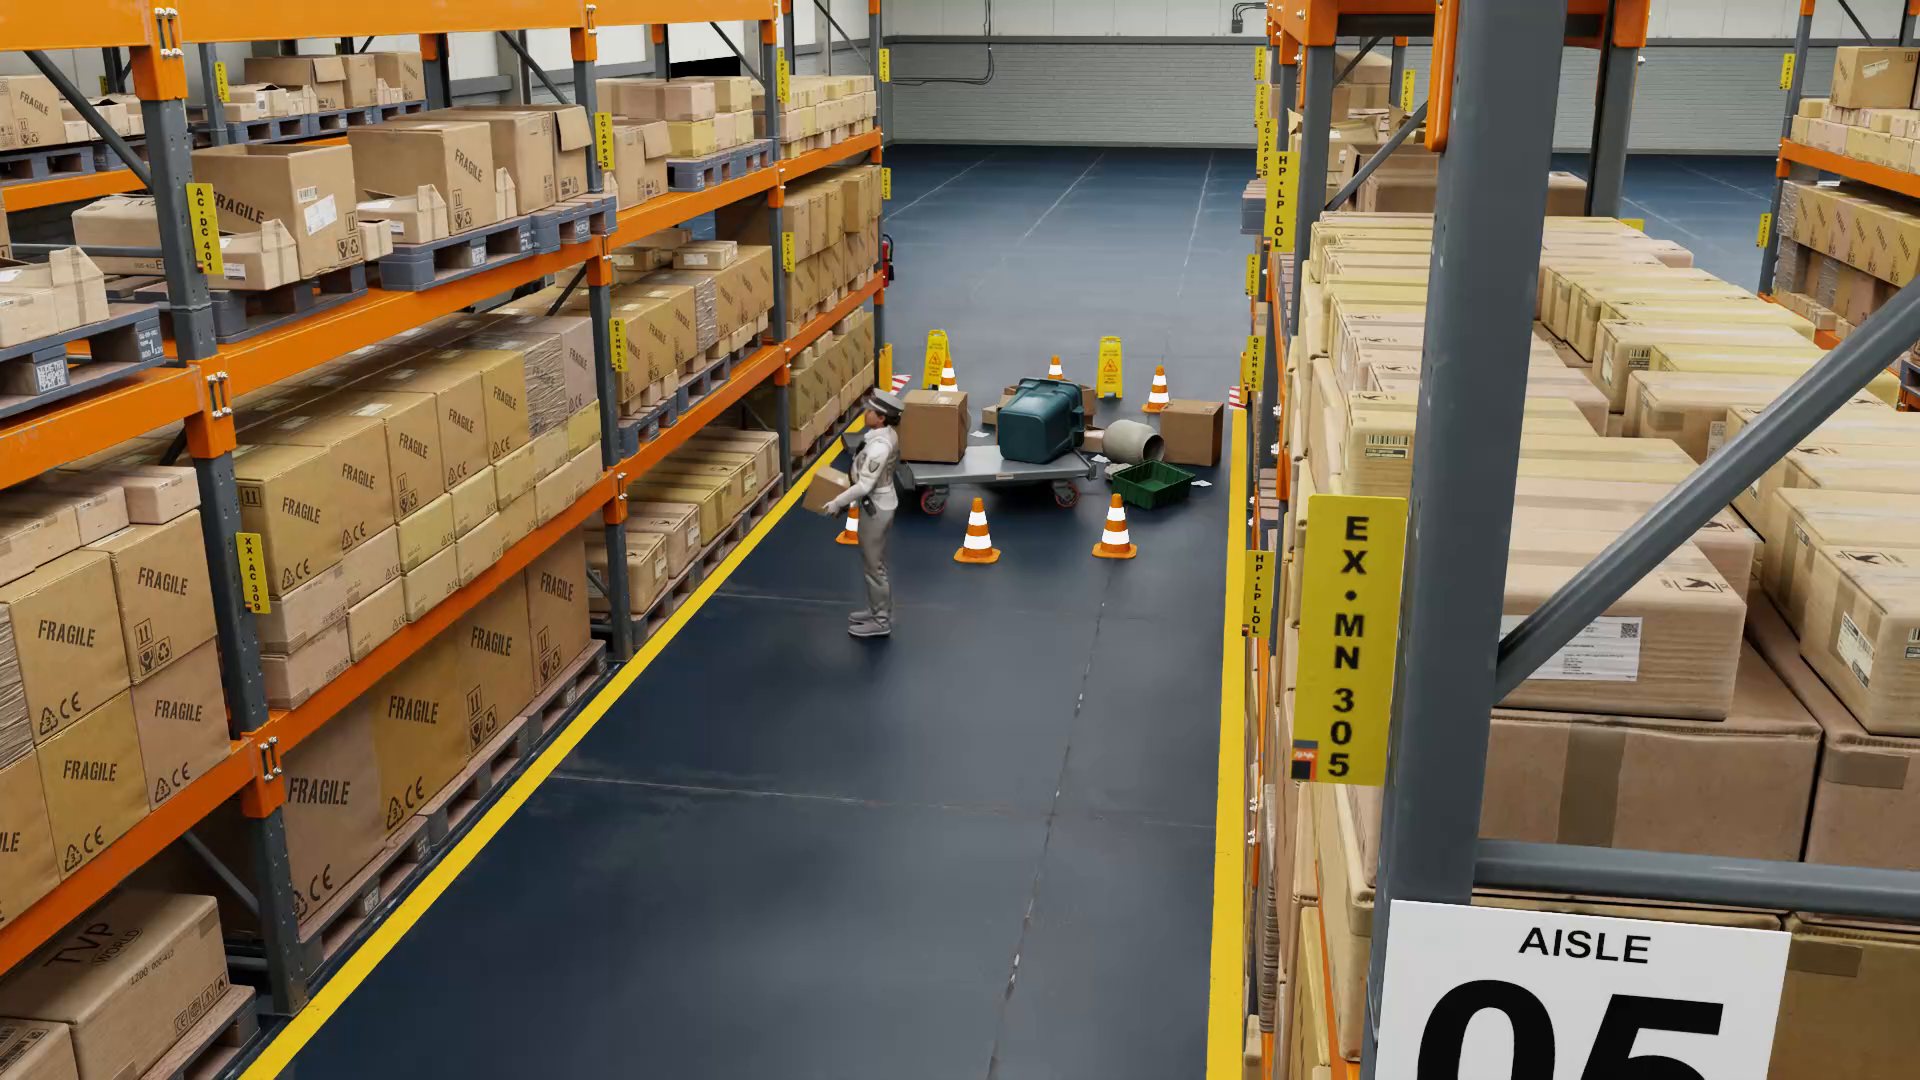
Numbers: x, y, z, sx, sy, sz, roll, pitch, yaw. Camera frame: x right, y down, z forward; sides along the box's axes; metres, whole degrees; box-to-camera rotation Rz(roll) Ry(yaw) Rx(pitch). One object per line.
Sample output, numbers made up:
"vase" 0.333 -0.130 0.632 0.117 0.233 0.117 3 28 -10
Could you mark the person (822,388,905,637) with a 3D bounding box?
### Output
"person" -0.631 -0.189 11.076 0.548 1.698 0.480 1 18 3
